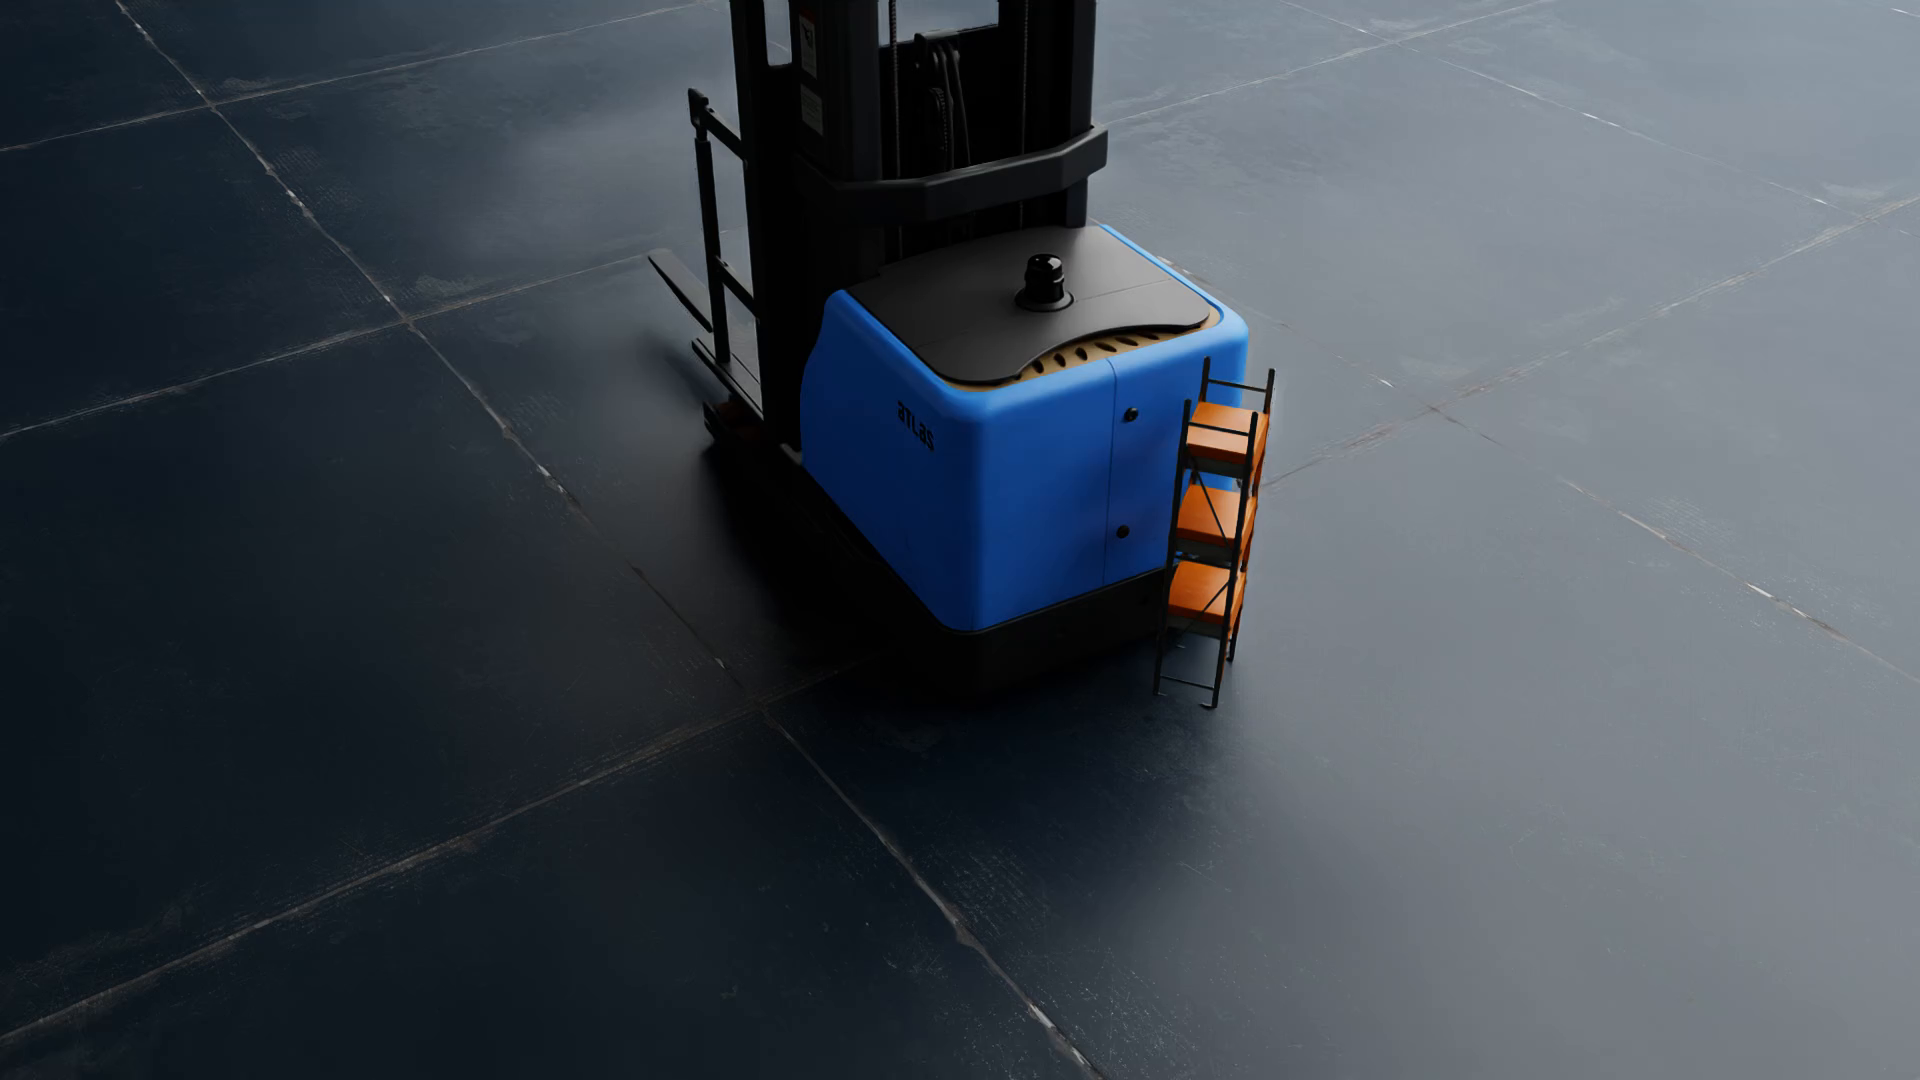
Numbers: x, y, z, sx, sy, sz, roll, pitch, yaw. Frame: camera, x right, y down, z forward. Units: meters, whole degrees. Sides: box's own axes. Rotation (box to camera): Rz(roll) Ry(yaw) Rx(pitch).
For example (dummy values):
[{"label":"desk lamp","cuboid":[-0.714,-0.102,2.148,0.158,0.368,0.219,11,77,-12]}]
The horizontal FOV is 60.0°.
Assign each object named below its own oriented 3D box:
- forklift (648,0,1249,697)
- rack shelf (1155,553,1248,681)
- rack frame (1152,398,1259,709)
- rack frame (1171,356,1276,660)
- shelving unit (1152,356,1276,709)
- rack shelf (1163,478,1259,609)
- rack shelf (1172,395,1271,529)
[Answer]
[{"label":"forklift","cuboid":[-0.300,-1.561,5.410,1.130,2.935,3.031,-18,39,-23]},{"label":"rack shelf","cuboid":[0.728,0.232,5.019,0.215,0.259,0.240,12,38,15]},{"label":"rack frame","cuboid":[0.692,0.066,4.756,0.200,1.050,0.008,12,38,15]},{"label":"rack frame","cuboid":[0.772,-0.069,4.943,0.200,1.050,0.008,12,38,15]},{"label":"shelving unit","cuboid":[0.732,-0.001,4.850,0.215,1.050,0.252,12,38,15]},{"label":"rack shelf","cuboid":[0.732,0.007,4.856,0.215,0.259,0.240,12,38,15]},{"label":"rack shelf","cuboid":[0.736,-0.222,4.689,0.215,0.259,0.240,12,38,15]}]
